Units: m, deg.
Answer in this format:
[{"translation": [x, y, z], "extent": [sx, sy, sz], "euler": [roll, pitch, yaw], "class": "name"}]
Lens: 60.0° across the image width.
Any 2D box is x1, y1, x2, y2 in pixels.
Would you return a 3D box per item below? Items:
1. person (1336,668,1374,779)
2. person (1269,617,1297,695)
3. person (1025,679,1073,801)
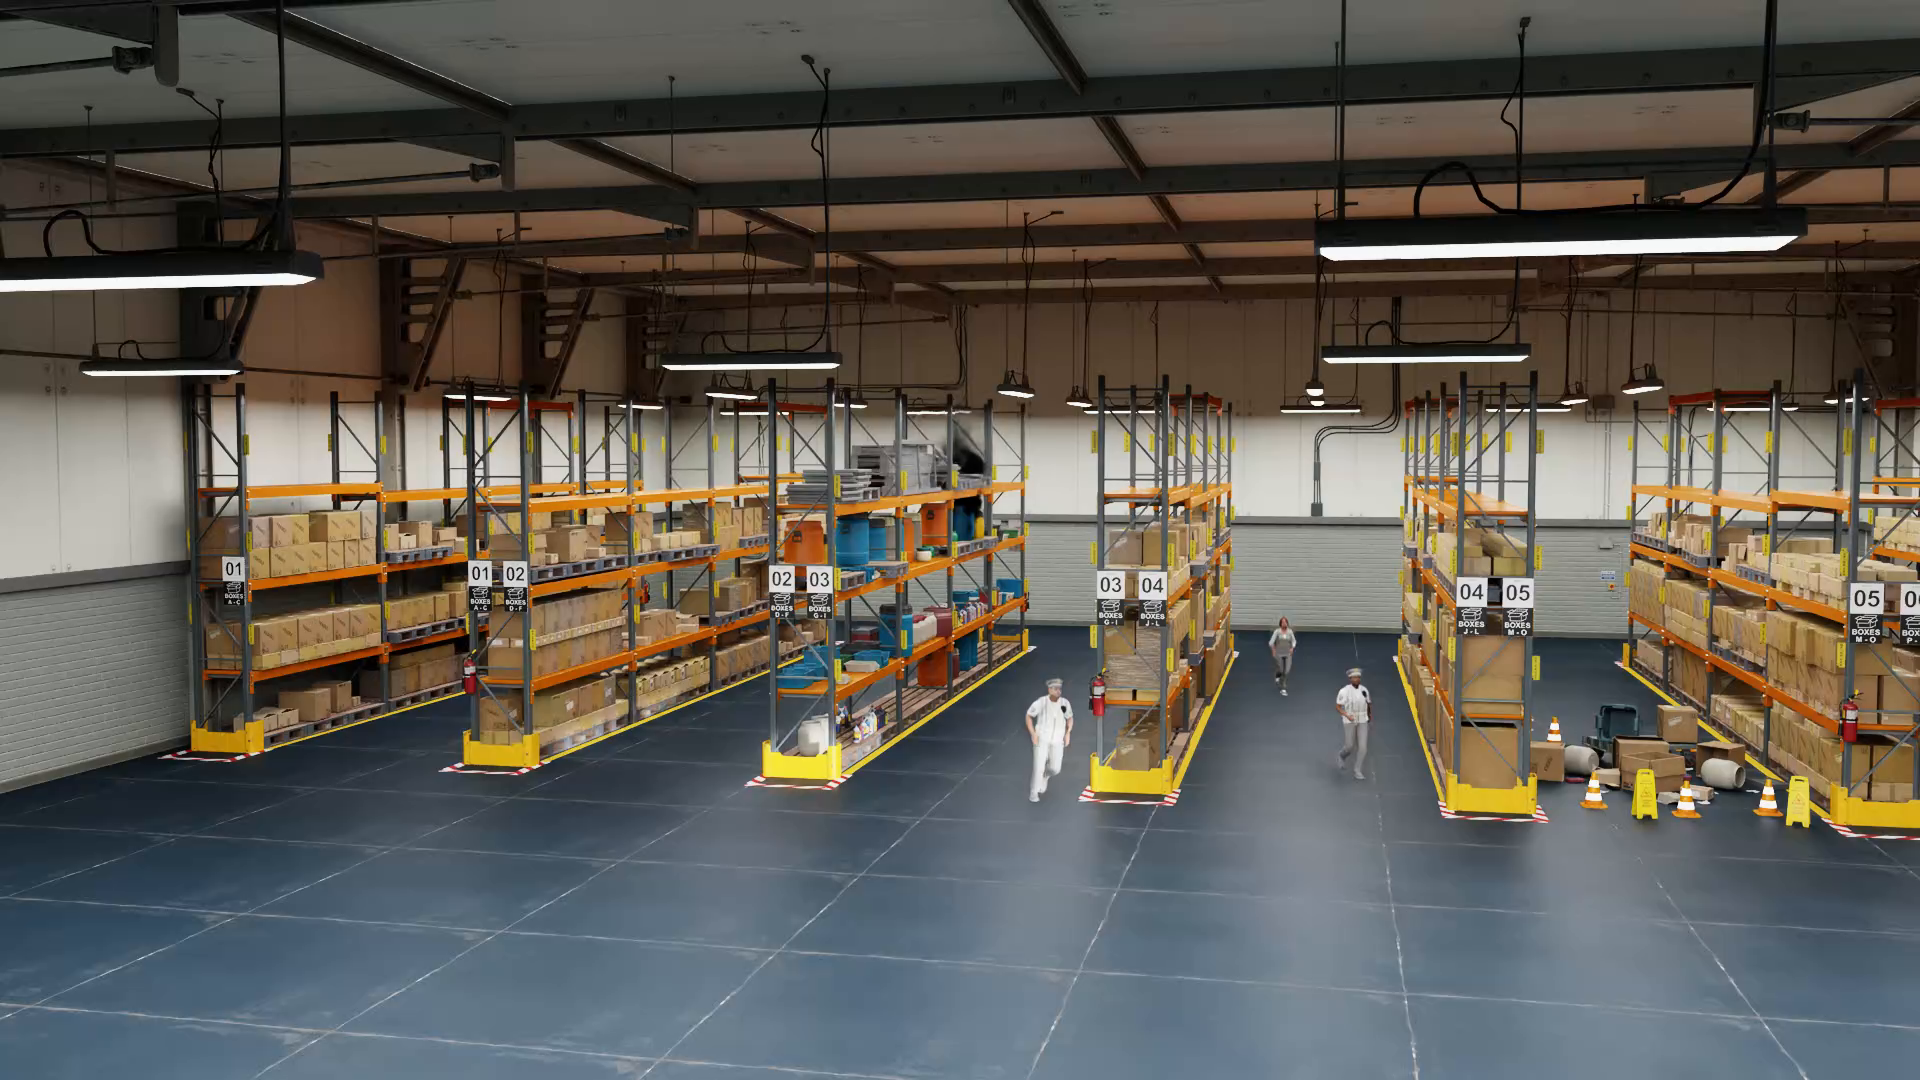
[{"translation": [5.957, 2.739, 25.070], "extent": [0.577, 1.651, 0.621], "euler": [0, 3, -7], "class": "person"}, {"translation": [6.488, 2.325, 33.397], "extent": [0.542, 1.559, 0.546], "euler": [0, 3, 1], "class": "person"}, {"translation": [1.275, 2.809, 23.522], "extent": [0.711, 1.718, 0.553], "euler": [-1, 3, -10], "class": "person"}]
